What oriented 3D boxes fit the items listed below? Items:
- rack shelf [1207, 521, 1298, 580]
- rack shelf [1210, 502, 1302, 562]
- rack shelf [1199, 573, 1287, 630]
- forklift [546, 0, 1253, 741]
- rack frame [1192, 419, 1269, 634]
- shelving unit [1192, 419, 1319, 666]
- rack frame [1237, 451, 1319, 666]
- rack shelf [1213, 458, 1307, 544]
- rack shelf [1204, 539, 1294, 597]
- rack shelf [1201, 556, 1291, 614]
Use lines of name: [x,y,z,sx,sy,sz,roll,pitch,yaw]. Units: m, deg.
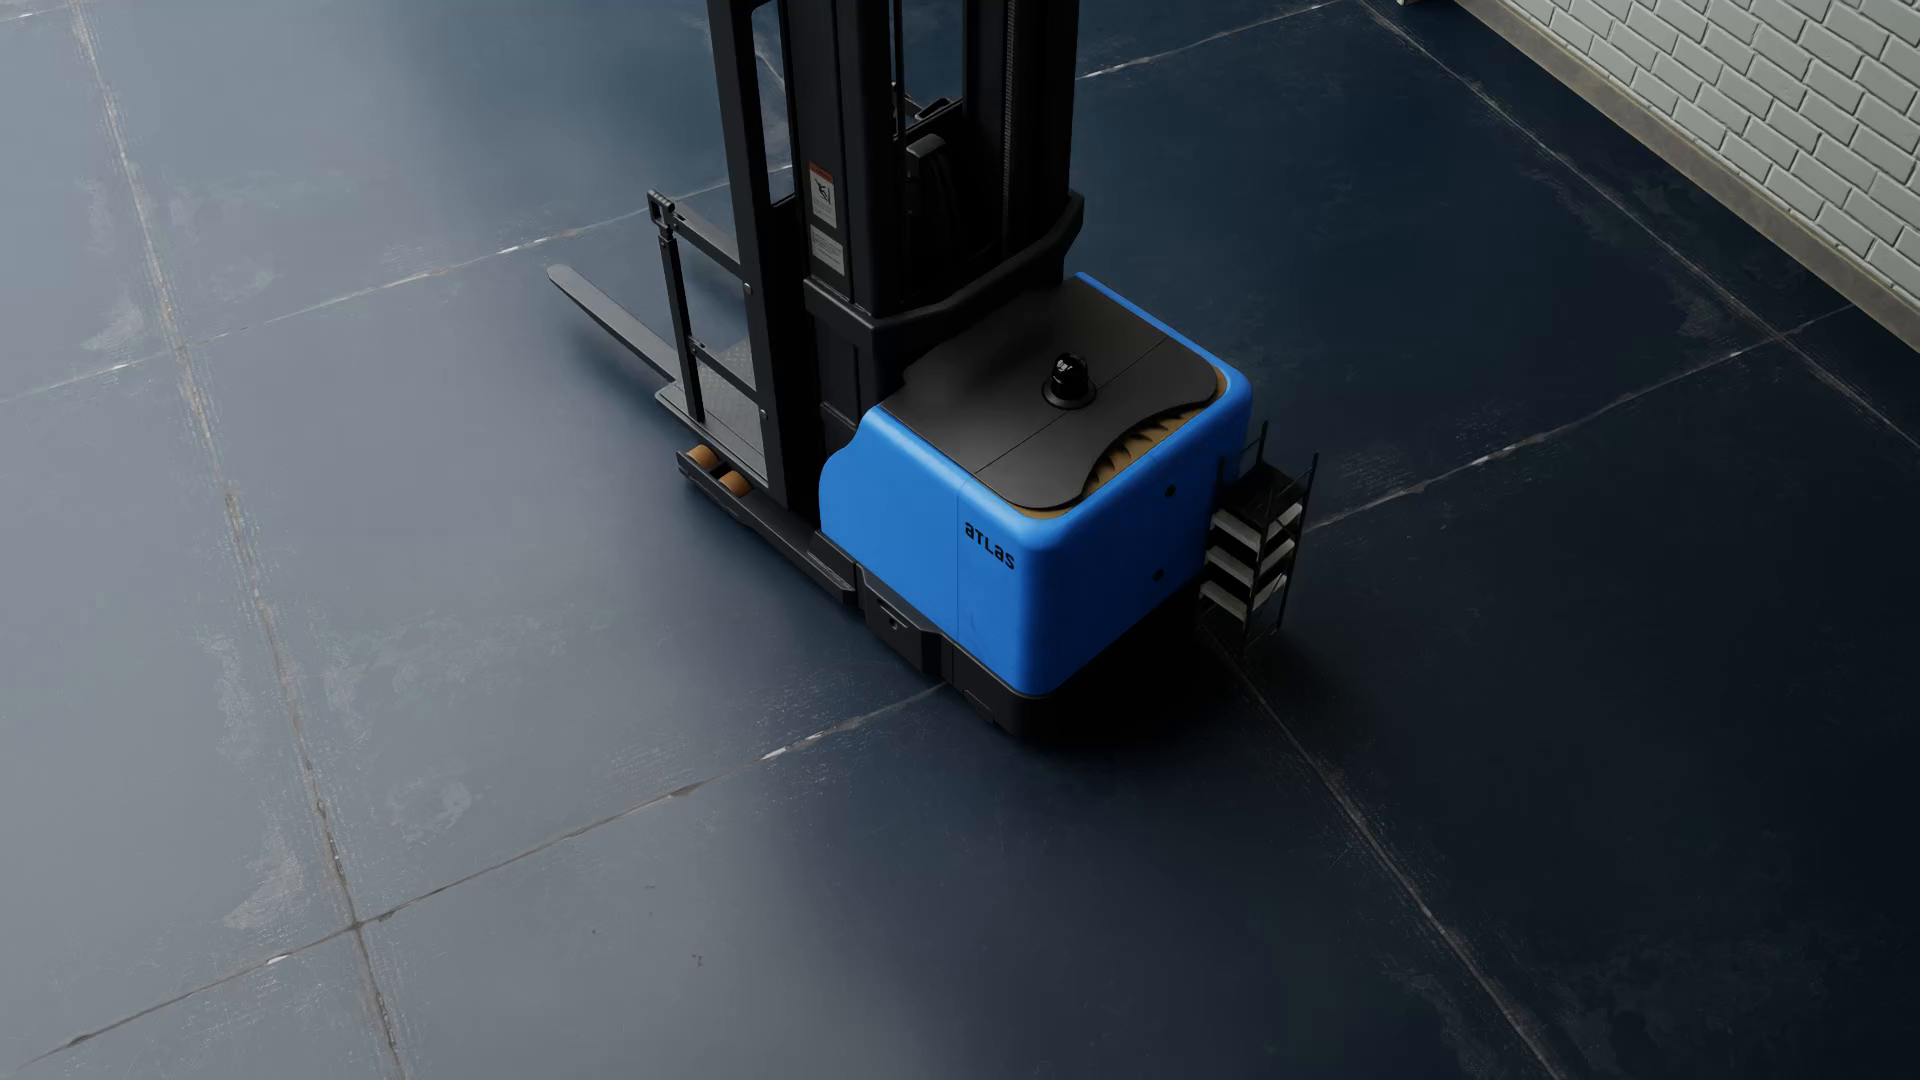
rack shelf: [0.989,-0.012,5.586,0.200,0.077,0.258,37,58,28]
rack shelf: [0.988,-0.071,5.519,0.200,0.077,0.258,37,58,28]
rack shelf: [0.991,0.167,5.788,0.200,0.077,0.258,37,58,28]
forklift: [-0.437,-1.304,5.443,1.130,2.935,3.031,-36,58,-27]
rack frame: [0.917,-0.028,5.676,0.006,0.900,0.240,37,58,28]
shelving unit: [0.989,0.026,5.628,0.210,0.900,0.258,37,58,28]
rack frame: [1.061,0.079,5.580,0.006,0.900,0.240,37,58,28]
rack shelf: [0.988,-0.131,5.451,0.200,0.077,0.258,37,58,28]
rack shelf: [0.989,0.048,5.653,0.200,0.077,0.258,37,58,28]
rack shelf: [0.990,0.107,5.721,0.200,0.077,0.258,37,58,28]
